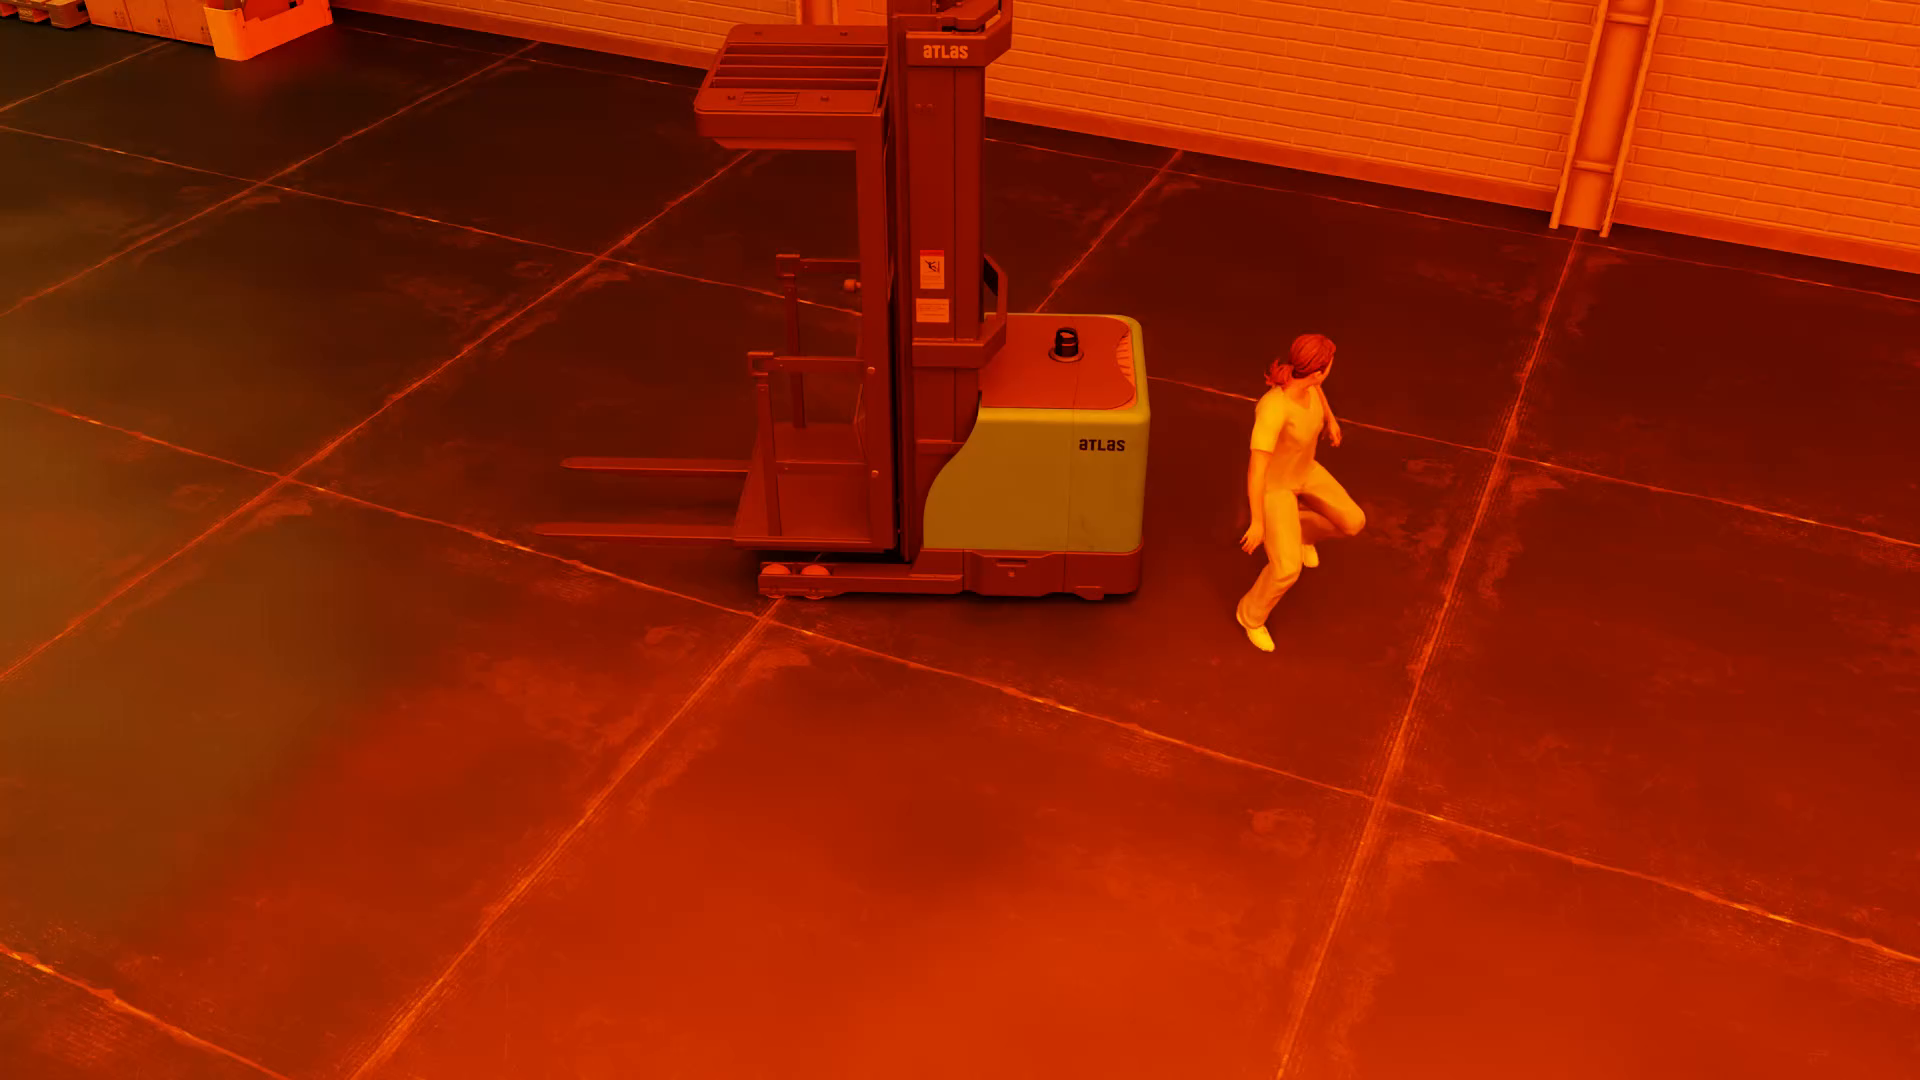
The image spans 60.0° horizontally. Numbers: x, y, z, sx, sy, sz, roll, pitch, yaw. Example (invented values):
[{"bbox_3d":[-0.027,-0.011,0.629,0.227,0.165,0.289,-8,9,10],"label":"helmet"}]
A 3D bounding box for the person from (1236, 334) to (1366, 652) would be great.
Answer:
[{"bbox_3d":[1.535,-0.268,7.688,0.921,1.553,0.500,-30,45,-35],"label":"person"}]

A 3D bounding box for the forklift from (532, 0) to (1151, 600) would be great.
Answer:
[{"bbox_3d":[-0.608,-1.208,7.780,3.031,2.935,1.130,1,36,2],"label":"forklift"}]
